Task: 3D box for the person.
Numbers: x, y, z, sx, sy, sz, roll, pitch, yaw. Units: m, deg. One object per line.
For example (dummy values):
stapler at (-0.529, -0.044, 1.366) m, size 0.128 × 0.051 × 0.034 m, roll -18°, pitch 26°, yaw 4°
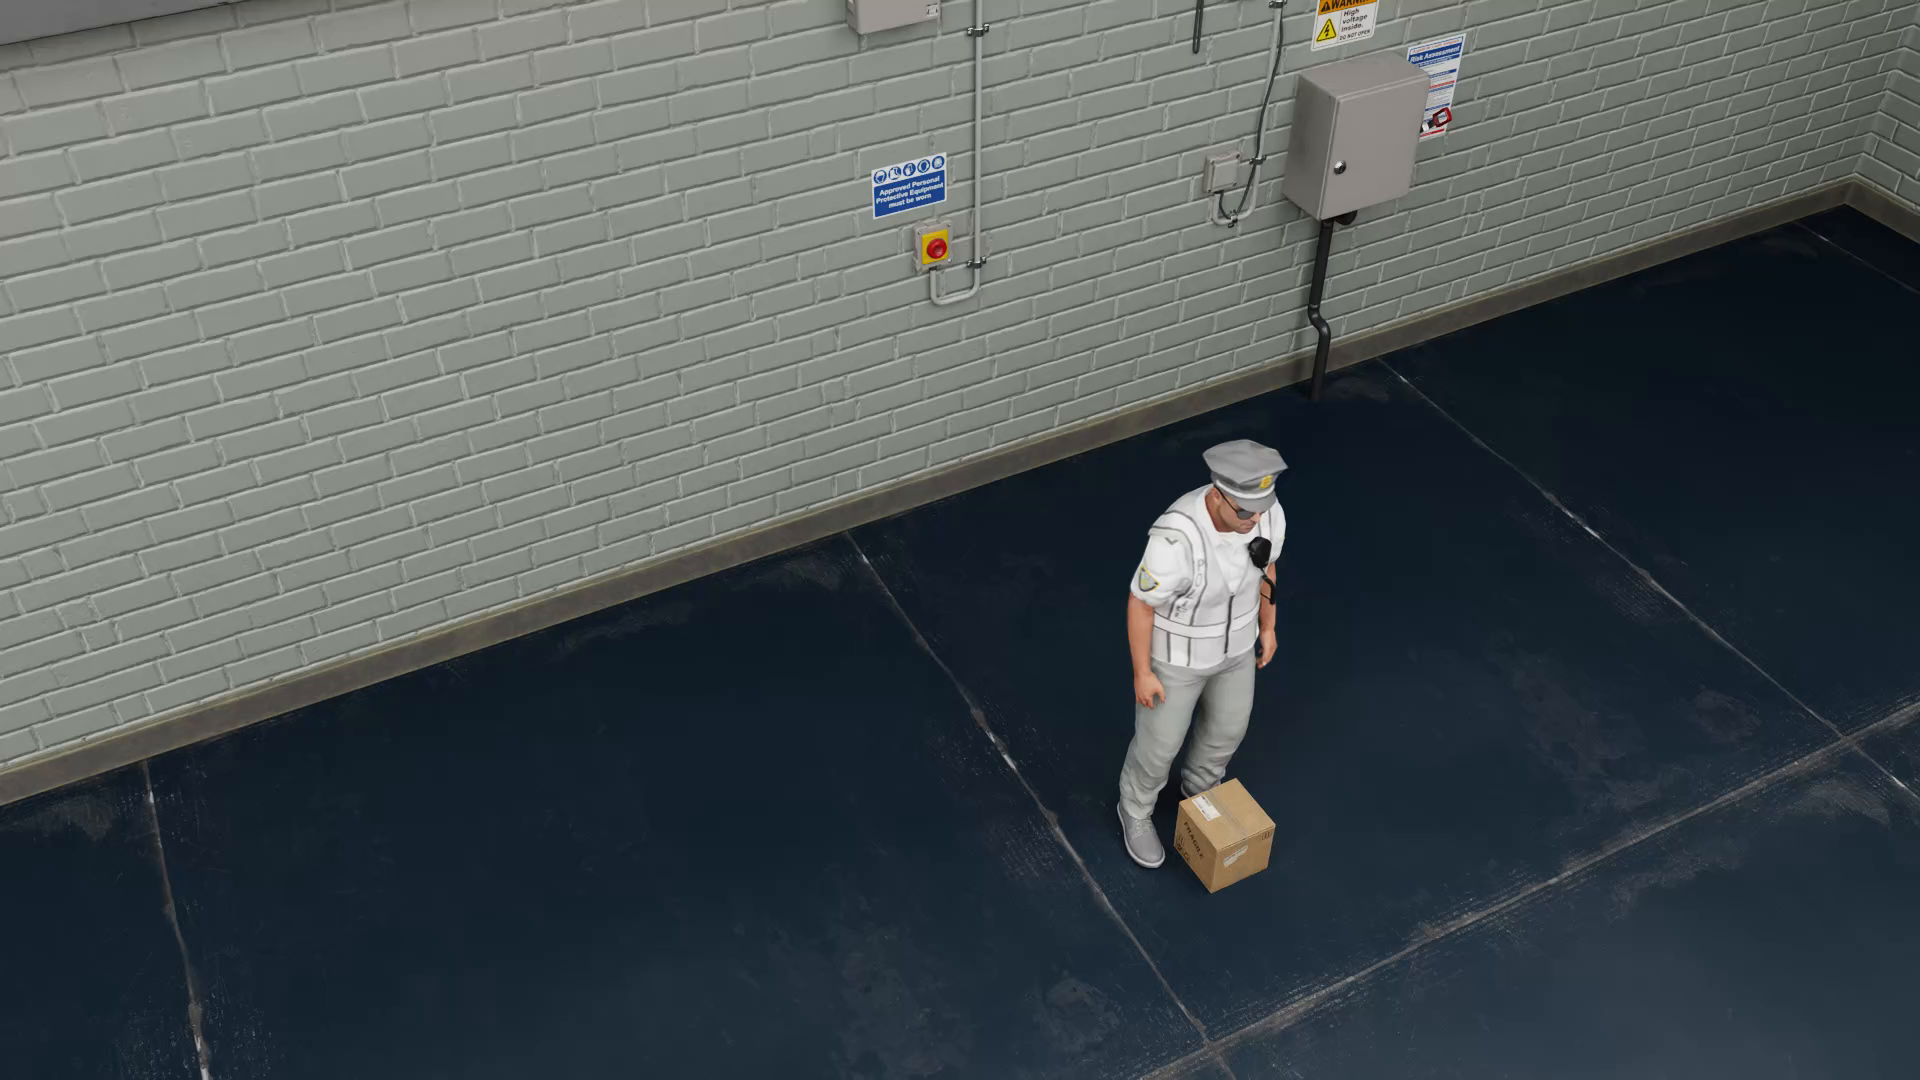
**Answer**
person at (0.833, 0.363, 5.734) m, size 0.585 × 1.749 × 0.465 m, roll -19°, pitch 44°, yaw -20°
